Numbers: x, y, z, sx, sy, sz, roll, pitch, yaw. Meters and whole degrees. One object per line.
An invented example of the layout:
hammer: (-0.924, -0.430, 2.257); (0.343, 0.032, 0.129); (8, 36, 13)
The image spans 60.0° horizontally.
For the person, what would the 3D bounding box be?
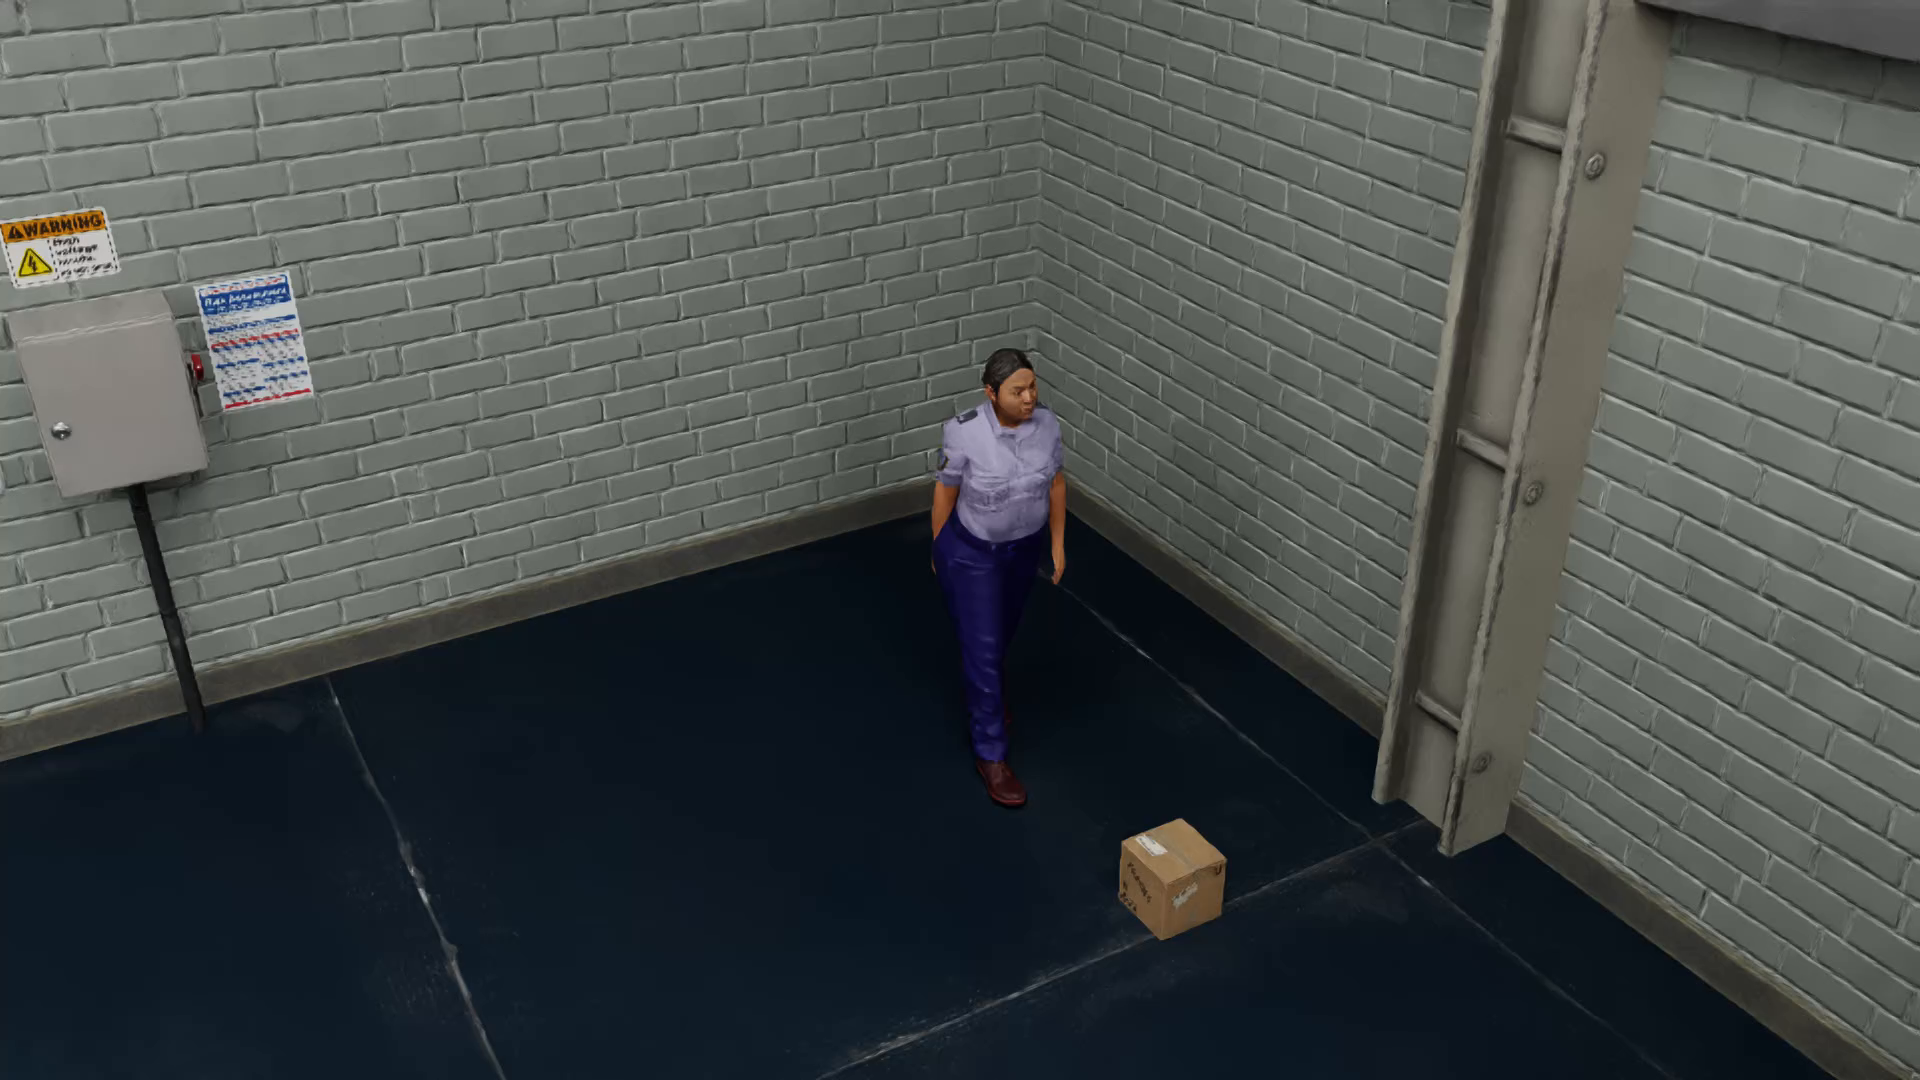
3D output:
person: (0.180, 0.067, 6.007); (0.506, 1.626, 0.750); (-17, 34, -28)
